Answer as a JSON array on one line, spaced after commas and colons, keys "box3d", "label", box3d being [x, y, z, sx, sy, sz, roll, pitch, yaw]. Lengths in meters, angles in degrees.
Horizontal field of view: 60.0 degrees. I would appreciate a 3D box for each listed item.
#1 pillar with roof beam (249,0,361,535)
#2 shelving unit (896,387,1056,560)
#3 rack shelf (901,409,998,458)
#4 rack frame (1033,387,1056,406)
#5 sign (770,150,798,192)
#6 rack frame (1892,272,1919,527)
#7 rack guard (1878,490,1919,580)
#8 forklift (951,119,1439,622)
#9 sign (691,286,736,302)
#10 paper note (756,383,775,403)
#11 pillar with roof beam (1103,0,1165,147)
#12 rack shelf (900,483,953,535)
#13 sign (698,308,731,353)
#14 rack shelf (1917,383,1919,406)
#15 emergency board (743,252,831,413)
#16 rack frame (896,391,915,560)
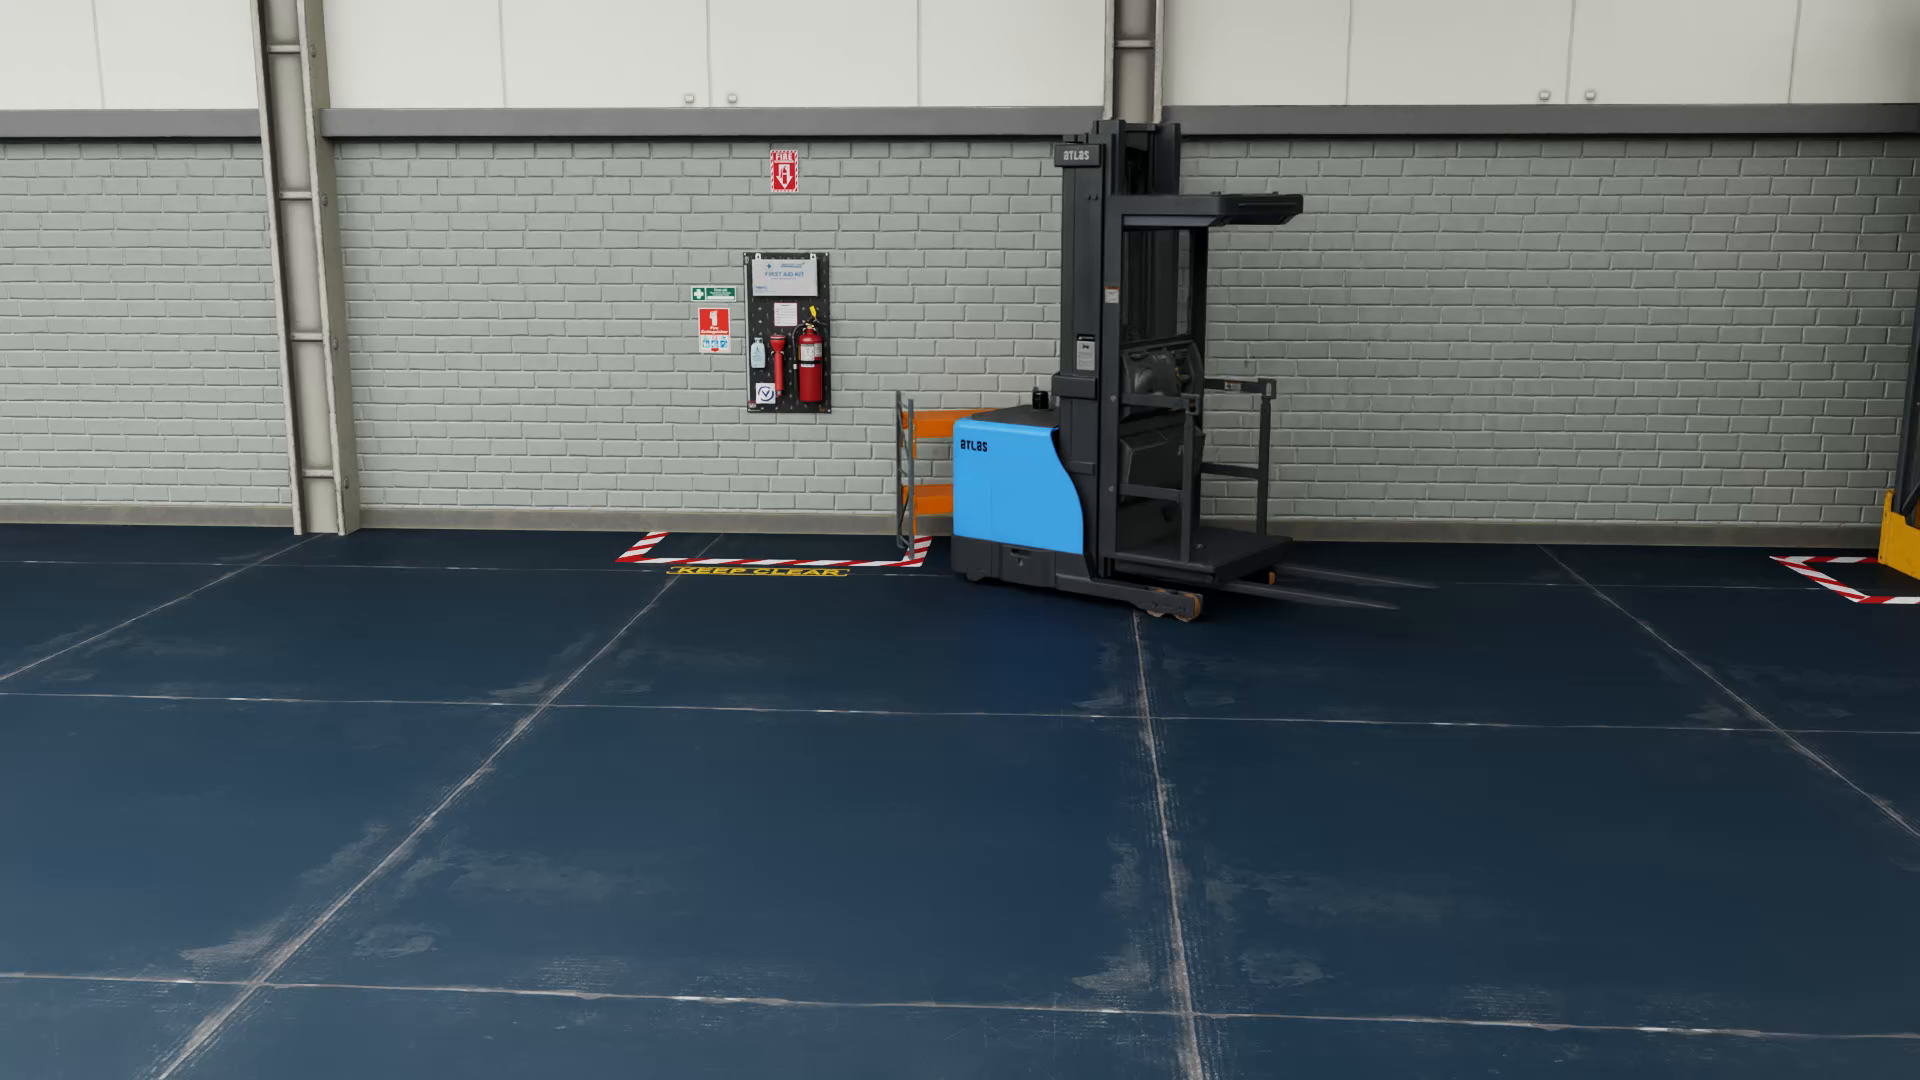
[{"box3d": [-5.074, -3.595, 7.477, 0.400, 9.000, 9.100, 1, 12, 4], "label": "pillar with roof beam"}, {"box3d": [0.106, -0.487, 11.848, 1.048, 1.125, 0.538, -3, 12, -13], "label": "shelving unit"}, {"box3d": [0.106, -0.773, 11.788, 1.000, 0.278, 0.538, -3, 12, -13], "label": "rack shelf"}, {"box3d": [0.602, -0.511, 11.961, 0.032, 1.125, 0.500, -3, 12, -13], "label": "rack frame"}, {"box3d": [-1.264, -2.653, 11.962, 0.199, 0.298, 0.001, 1, 12, 4], "label": "sign"}, {"box3d": [6.431, -1.207, 10.711, 0.127, 3.000, 1.000, 1, 12, 4], "label": "rack frame"}, {"box3d": [6.507, 0.018, 10.962, 0.348, 0.500, 1.175, 1, 12, 4], "label": "rack guard"}, {"box3d": [1.427, -1.070, 10.224, 3.031, 2.935, 1.130, 9, 15, 36], "label": "forklift"}, {"box3d": [-1.803, -1.801, 12.172, 0.331, 0.109, 0.001, 1, 12, 4], "label": "sign"}, {"box3d": [-1.435, -1.083, 12.271, 0.142, 0.148, 0.016, 1, 12, 4], "label": "paper note"}, {"box3d": [0.913, -3.513, 7.084, 0.400, 9.000, 9.100, 1, 12, 4], "label": "pillar with roof beam"}, {"box3d": [0.106, -0.248, 11.898, 1.000, 0.278, 0.538, -3, 12, -13], "label": "rack shelf"}, {"box3d": [-1.807, -1.544, 12.235, 0.234, 0.329, 0.001, 1, 12, 4], "label": "sign"}, {"box3d": [8.427, -0.827, 10.654, 4.000, 0.370, 1.077, 1, 12, 4], "label": "rack shelf"}, {"box3d": [-1.263, -1.498, 12.102, 0.643, 1.169, 0.194, 1, 12, 4], "label": "emergency board"}, {"box3d": [-0.389, -0.463, 11.735, 0.032, 1.125, 0.500, -3, 12, -13], "label": "rack frame"}]
